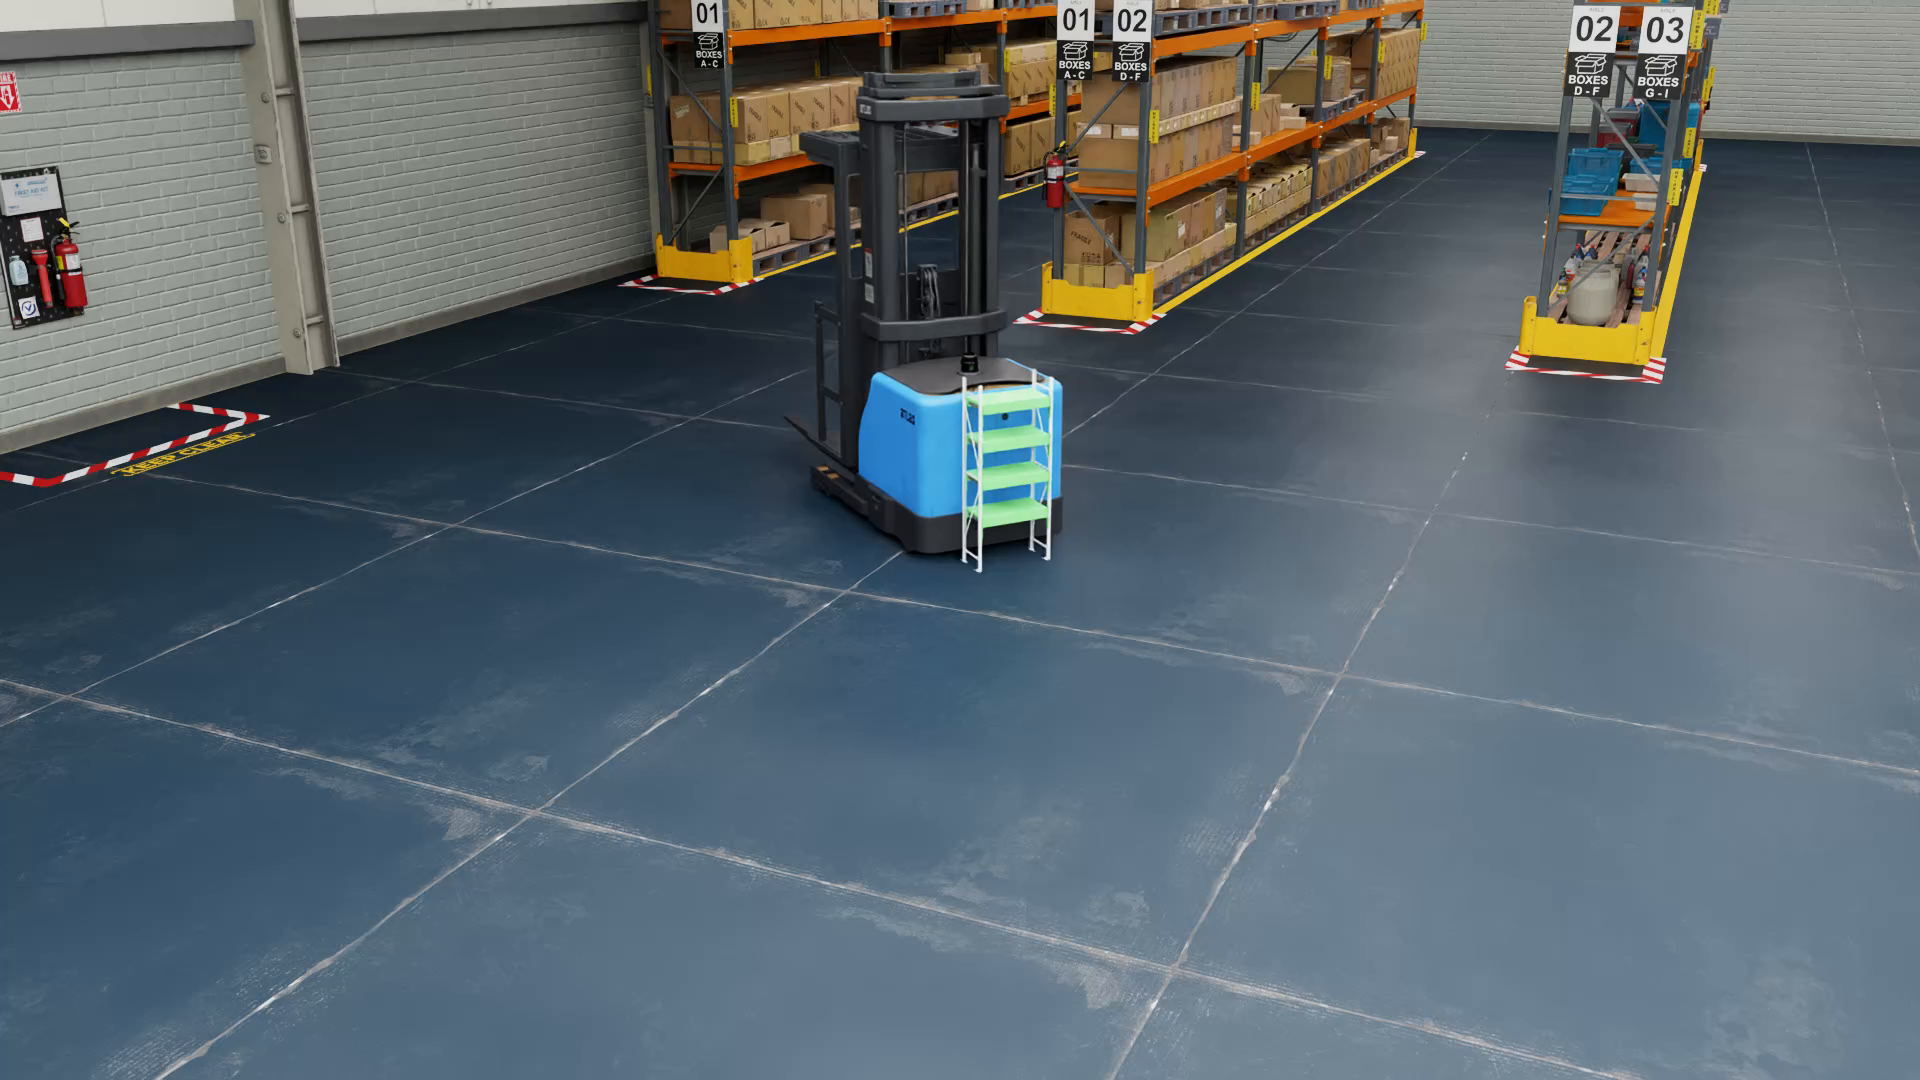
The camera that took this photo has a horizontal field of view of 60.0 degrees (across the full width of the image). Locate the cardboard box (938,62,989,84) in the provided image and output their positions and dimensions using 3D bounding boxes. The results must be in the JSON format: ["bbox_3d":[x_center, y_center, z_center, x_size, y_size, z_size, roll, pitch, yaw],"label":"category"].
[{"bbox_3d":[0.037,-7.062,25.544,0.700,0.500,0.500,6,20,16],"label":"cardboard box"}]

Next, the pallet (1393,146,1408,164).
[{"bbox_3d":[7.661,-7.138,30.727,1.003,0.211,1.213,9,21,23],"label":"pallet"}]

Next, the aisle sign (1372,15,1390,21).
[{"bbox_3d":[7.777,-10.006,30.747,0.394,0.787,0.004,9,21,23],"label":"aisle sign"}]

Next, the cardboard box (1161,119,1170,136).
[{"bbox_3d":[2.032,-4.429,17.828,0.380,0.149,0.250,9,21,23],"label":"cardboard box"}]

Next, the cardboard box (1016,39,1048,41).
[{"bbox_3d":[1.224,-8.460,28.537,0.500,0.250,0.500,9,21,23],"label":"cardboard box"}]

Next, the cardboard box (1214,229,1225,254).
[{"bbox_3d":[2.899,-3.630,20.177,0.500,0.250,0.500,9,21,23],"label":"cardboard box"}]

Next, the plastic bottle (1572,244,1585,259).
[{"bbox_3d":[6.912,-3.140,18.618,0.144,0.351,0.185,9,22,24],"label":"plastic bottle"}]

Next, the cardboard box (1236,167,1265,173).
[{"bbox_3d":[4.052,-5.159,23.639,0.500,0.311,0.500,8,21,21],"label":"cardboard box"}]

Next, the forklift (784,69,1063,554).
[{"bbox_3d":[-0.424,-1.748,11.510,1.130,2.935,3.031,-9,22,-24],"label":"forklift"}]

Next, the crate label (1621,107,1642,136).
[{"bbox_3d":[8.605,-5.343,21.464,0.502,0.435,0.616,9,21,23],"label":"crate label"}]

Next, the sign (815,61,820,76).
[{"bbox_3d":[-1.925,-6.350,22.621,0.100,0.325,0.005,9,21,23],"label":"sign"}]

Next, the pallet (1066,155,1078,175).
[{"bbox_3d":[1.611,-6.615,29.255,1.003,0.211,1.213,9,21,23],"label":"pallet"}]

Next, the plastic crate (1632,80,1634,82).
[{"bbox_3d":[10.777,-7.026,26.183,0.392,0.384,0.575,9,21,23],"label":"plastic crate"}]

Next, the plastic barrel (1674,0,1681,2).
[{"bbox_3d":[9.204,-6.851,21.511,0.294,0.245,0.294,0,20,0],"label":"plastic barrel"}]

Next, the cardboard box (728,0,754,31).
[{"bbox_3d":[-2.690,-6.045,18.834,0.500,0.500,0.500,9,22,24],"label":"cardboard box"}]

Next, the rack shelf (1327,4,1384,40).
[{"bbox_3d":[5.560,-7.960,25.471,1.077,0.370,4.000,9,21,23],"label":"rack shelf"}]

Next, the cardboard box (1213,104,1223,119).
[{"bbox_3d":[2.873,-5.055,19.590,0.380,0.149,0.250,9,21,23],"label":"cardboard box"}]

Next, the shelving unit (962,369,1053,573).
[{"bbox_3d":[0.294,-0.431,10.391,0.503,1.200,0.258,-9,22,-25],"label":"shelving unit"}]

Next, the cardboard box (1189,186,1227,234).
[{"bbox_3d":[2.898,-3.984,20.052,0.500,0.500,0.500,9,21,23],"label":"cardboard box"}]

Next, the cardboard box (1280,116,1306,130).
[{"bbox_3d":[4.625,-5.843,23.296,0.380,0.149,0.250,9,21,23],"label":"cardboard box"}]

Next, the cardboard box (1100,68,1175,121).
[{"bbox_3d":[1.900,-4.805,17.919,0.700,0.500,0.500,8,21,21],"label":"cardboard box"}]

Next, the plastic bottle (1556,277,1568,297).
[{"bbox_3d":[6.335,-2.658,17.486,0.097,0.201,0.097,0,20,0],"label":"plastic bottle"}]

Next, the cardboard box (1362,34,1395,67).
[{"bbox_3d":[7.040,-8.278,28.128,0.500,0.500,0.500,8,21,21],"label":"cardboard box"}]

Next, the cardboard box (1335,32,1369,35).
[{"bbox_3d":[6.764,-8.516,28.797,0.500,0.500,0.500,9,21,23],"label":"cardboard box"}]

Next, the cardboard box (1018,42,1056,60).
[{"bbox_3d":[1.266,-8.081,27.472,0.500,0.250,0.500,8,21,22],"label":"cardboard box"}]

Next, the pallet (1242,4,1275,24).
[{"bbox_3d":[3.453,-6.646,20.988,0.805,0.209,1.217,8,21,21],"label":"pallet"}]

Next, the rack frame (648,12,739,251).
[{"bbox_3d":[-3.055,-4.507,19.165,1.000,3.000,0.127,9,21,23],"label":"rack frame"}]

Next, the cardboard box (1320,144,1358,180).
[{"bbox_3d":[6.023,-6.033,26.530,0.500,0.500,0.500,9,21,23],"label":"cardboard box"}]

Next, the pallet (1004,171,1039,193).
[{"bbox_3d":[0.612,-5.869,27.158,1.003,0.211,1.213,9,21,23],"label":"pallet"}]

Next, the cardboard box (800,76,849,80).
[{"bbox_3d":[-1.800,-5.907,22.176,0.500,0.500,0.500,8,21,21],"label":"cardboard box"}]

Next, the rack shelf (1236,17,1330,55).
[{"bbox_3d":[3.922,-6.737,22.033,1.077,0.370,4.000,9,21,23],"label":"rack shelf"}]

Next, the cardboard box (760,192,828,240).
[{"bbox_3d":[-2.110,-4.127,21.172,0.700,0.500,0.500,7,21,19],"label":"cardboard box"}]

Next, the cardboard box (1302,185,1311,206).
[{"bbox_3d":[4.749,-4.982,23.978,0.500,0.250,0.500,9,22,24],"label":"cardboard box"}]

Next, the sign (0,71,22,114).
[{"bbox_3d":[-7.156,-3.359,12.477,0.001,0.298,0.199,9,21,23],"label":"sign"}]

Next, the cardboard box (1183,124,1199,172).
[{"bbox_3d":[2.300,-4.490,18.969,0.700,0.500,0.500,9,22,24],"label":"cardboard box"}]

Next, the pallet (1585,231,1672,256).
[{"bbox_3d":[8.405,-3.676,20.991,1.003,0.211,1.213,9,21,23],"label":"pallet"}]

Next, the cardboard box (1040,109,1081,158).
[{"bbox_3d":[1.711,-7.144,29.161,0.750,0.750,0.750,9,21,23],"label":"cardboard box"}]

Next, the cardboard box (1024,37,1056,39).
[{"bbox_3d":[1.433,-8.620,28.990,0.500,0.250,0.500,9,22,24],"label":"cardboard box"}]

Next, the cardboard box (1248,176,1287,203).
[{"bbox_3d":[4.128,-4.780,22.573,0.500,0.311,0.500,9,22,24],"label":"cardboard box"}]

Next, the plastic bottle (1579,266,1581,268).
[{"bbox_3d":[6.561,-2.756,17.638,0.061,0.283,0.133,9,21,23],"label":"plastic bottle"}]

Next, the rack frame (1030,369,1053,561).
[{"bbox_3d":[0.513,-0.467,10.493,0.015,1.200,0.240,-9,22,-25],"label":"rack frame"}]

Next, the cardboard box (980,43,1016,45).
[{"bbox_3d":[0.598,-7.991,27.220,0.500,0.250,0.500,8,21,21],"label":"cardboard box"}]

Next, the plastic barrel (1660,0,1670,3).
[{"bbox_3d":[7.116,-5.928,17.310,0.600,0.901,0.708,9,21,23],"label":"plastic barrel"}]

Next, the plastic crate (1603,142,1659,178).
[{"bbox_3d":[7.291,-4.199,18.391,0.767,0.338,0.504,9,21,23],"label":"plastic crate"}]

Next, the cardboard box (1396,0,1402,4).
[{"bbox_3d":[7.219,-9.259,28.275,0.500,0.250,0.500,9,21,23],"label":"cardboard box"}]

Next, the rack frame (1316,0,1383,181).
[{"bbox_3d":[6.379,-7.497,27.572,1.000,3.000,0.127,9,21,23],"label":"rack frame"}]

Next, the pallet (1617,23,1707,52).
[{"bbox_3d":[6.411,-4.711,15.545,1.003,0.211,1.213,9,21,23],"label":"pallet"}]

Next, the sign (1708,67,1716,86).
[{"bbox_3d":[13.043,-8.045,28.870,0.100,0.325,0.005,9,21,23],"label":"sign"}]

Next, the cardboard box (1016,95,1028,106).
[{"bbox_3d":[0.864,-7.058,26.683,0.380,0.149,0.250,9,22,24],"label":"cardboard box"}]

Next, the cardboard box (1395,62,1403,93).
[{"bbox_3d":[7.457,-8.128,29.197,0.500,0.500,0.500,8,21,22],"label":"cardboard box"}]

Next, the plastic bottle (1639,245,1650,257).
[{"bbox_3d":[7.620,-3.093,18.487,0.144,0.351,0.185,8,21,21],"label":"plastic bottle"}]

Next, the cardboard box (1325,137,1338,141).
[{"bbox_3d":[5.959,-6.412,27.595,0.500,0.500,0.500,8,21,20],"label":"cardboard box"}]

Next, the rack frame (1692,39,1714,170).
[{"bbox_3d":[12.535,-8.039,29.096,1.000,3.000,0.127,9,21,23],"label":"rack frame"}]

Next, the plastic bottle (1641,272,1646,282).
[{"bbox_3d":[7.119,-2.653,17.350,0.061,0.283,0.133,9,21,24],"label":"plastic bottle"}]

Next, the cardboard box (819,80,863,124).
[{"bbox_3d":[-1.528,-5.682,21.543,0.500,0.500,0.500,8,21,22],"label":"cardboard box"}]

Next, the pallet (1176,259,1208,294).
[{"bbox_3d":[2.241,-3.126,19.443,1.003,0.211,1.213,9,21,23],"label":"pallet"}]

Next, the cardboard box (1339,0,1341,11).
[{"bbox_3d":[5.098,-8.028,24.441,0.910,0.500,0.500,9,21,23],"label":"cardboard box"}]
